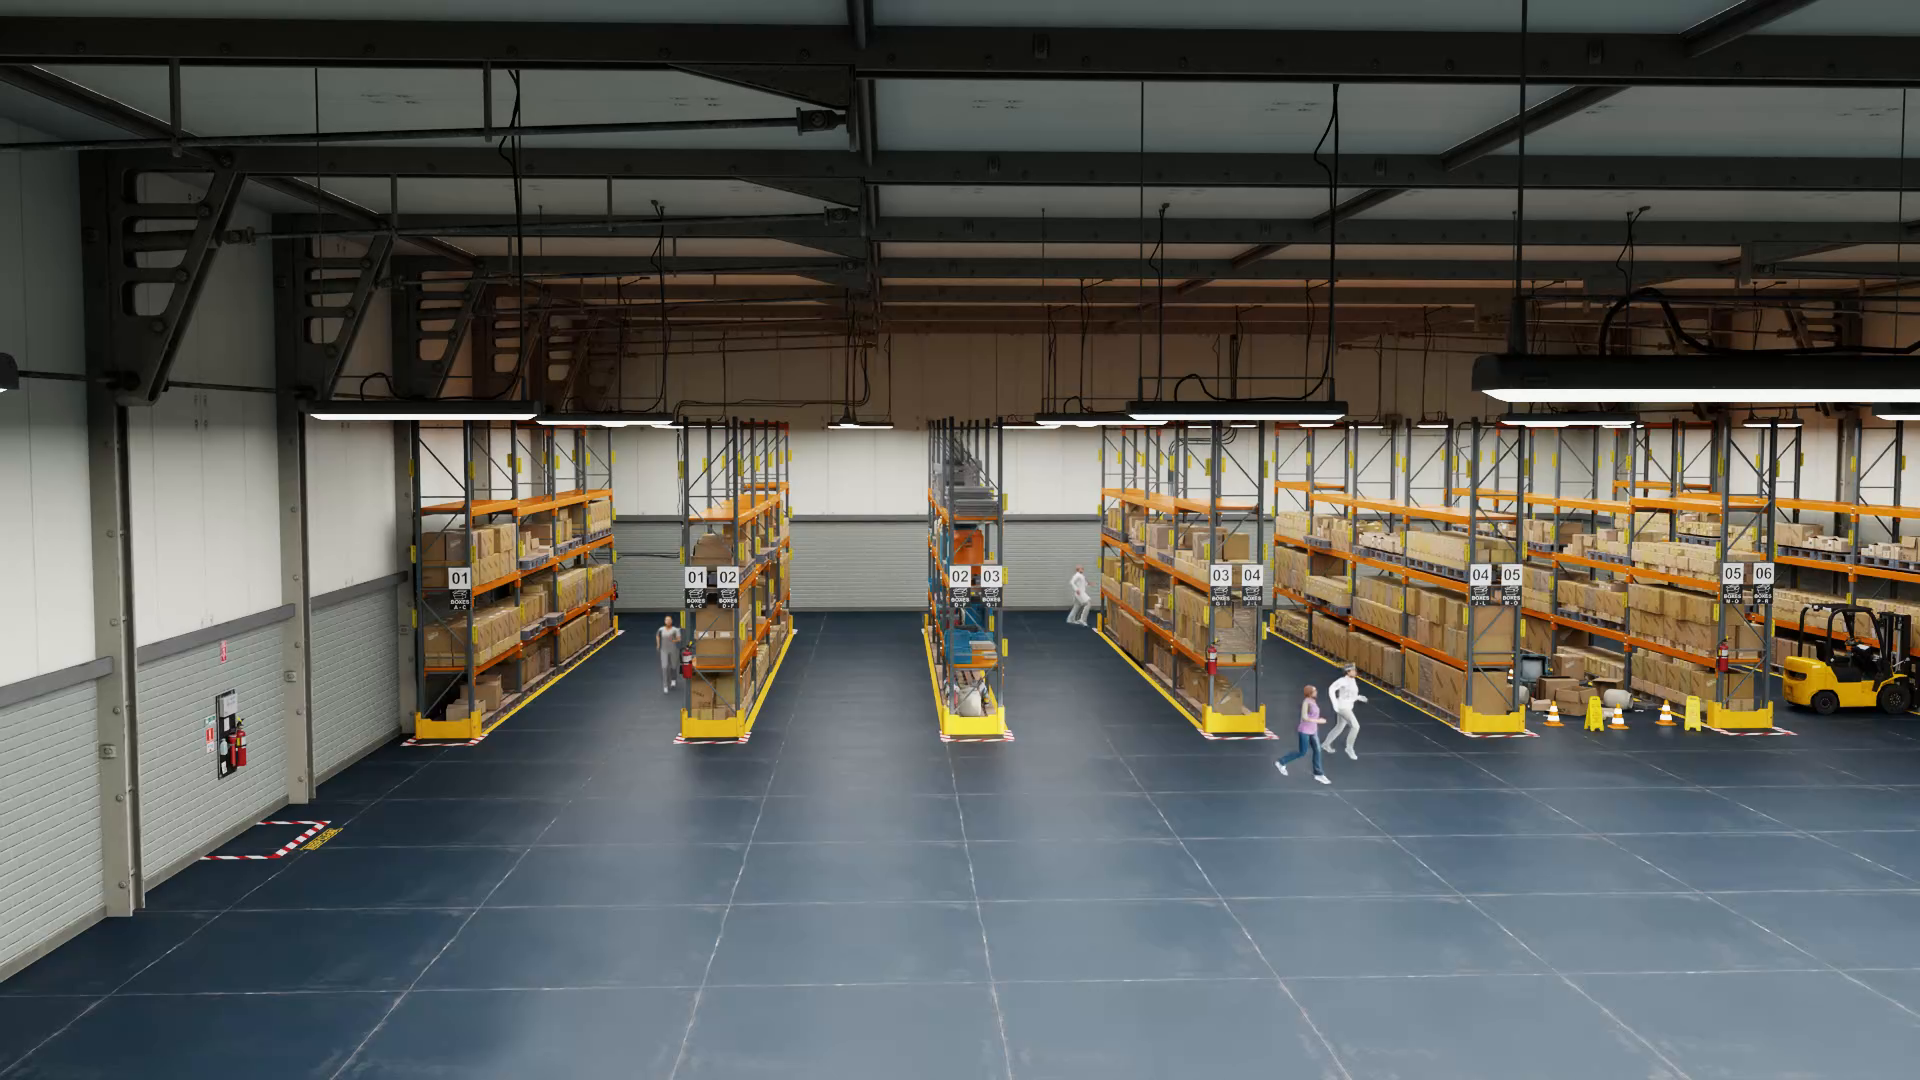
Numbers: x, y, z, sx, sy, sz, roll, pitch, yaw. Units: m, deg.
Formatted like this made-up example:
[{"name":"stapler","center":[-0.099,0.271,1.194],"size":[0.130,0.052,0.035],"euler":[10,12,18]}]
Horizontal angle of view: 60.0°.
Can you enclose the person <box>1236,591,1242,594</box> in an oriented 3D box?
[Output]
[{"name":"person","center":[7.730,1.862,45.929],"size":[0.725,1.722,0.581],"euler":[0,4,6]}]

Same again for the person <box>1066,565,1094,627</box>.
[{"name":"person","center":[3.538,1.654,48.908],"size":[0.819,1.845,0.673],"euler":[0,4,1]}]

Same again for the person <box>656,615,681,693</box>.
[{"name":"person","center":[-6.412,2.474,36.614],"size":[0.564,1.655,0.969],"euler":[0,4,-5]}]

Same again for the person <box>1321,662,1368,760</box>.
[{"name":"person","center":[6.750,2.990,29.233],"size":[0.839,1.716,0.524],"euler":[2,4,31]}]

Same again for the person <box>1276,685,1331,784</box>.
[{"name":"person","center":[5.632,3.152,27.181],"size":[0.882,1.603,0.550],"euler":[2,4,31]}]
